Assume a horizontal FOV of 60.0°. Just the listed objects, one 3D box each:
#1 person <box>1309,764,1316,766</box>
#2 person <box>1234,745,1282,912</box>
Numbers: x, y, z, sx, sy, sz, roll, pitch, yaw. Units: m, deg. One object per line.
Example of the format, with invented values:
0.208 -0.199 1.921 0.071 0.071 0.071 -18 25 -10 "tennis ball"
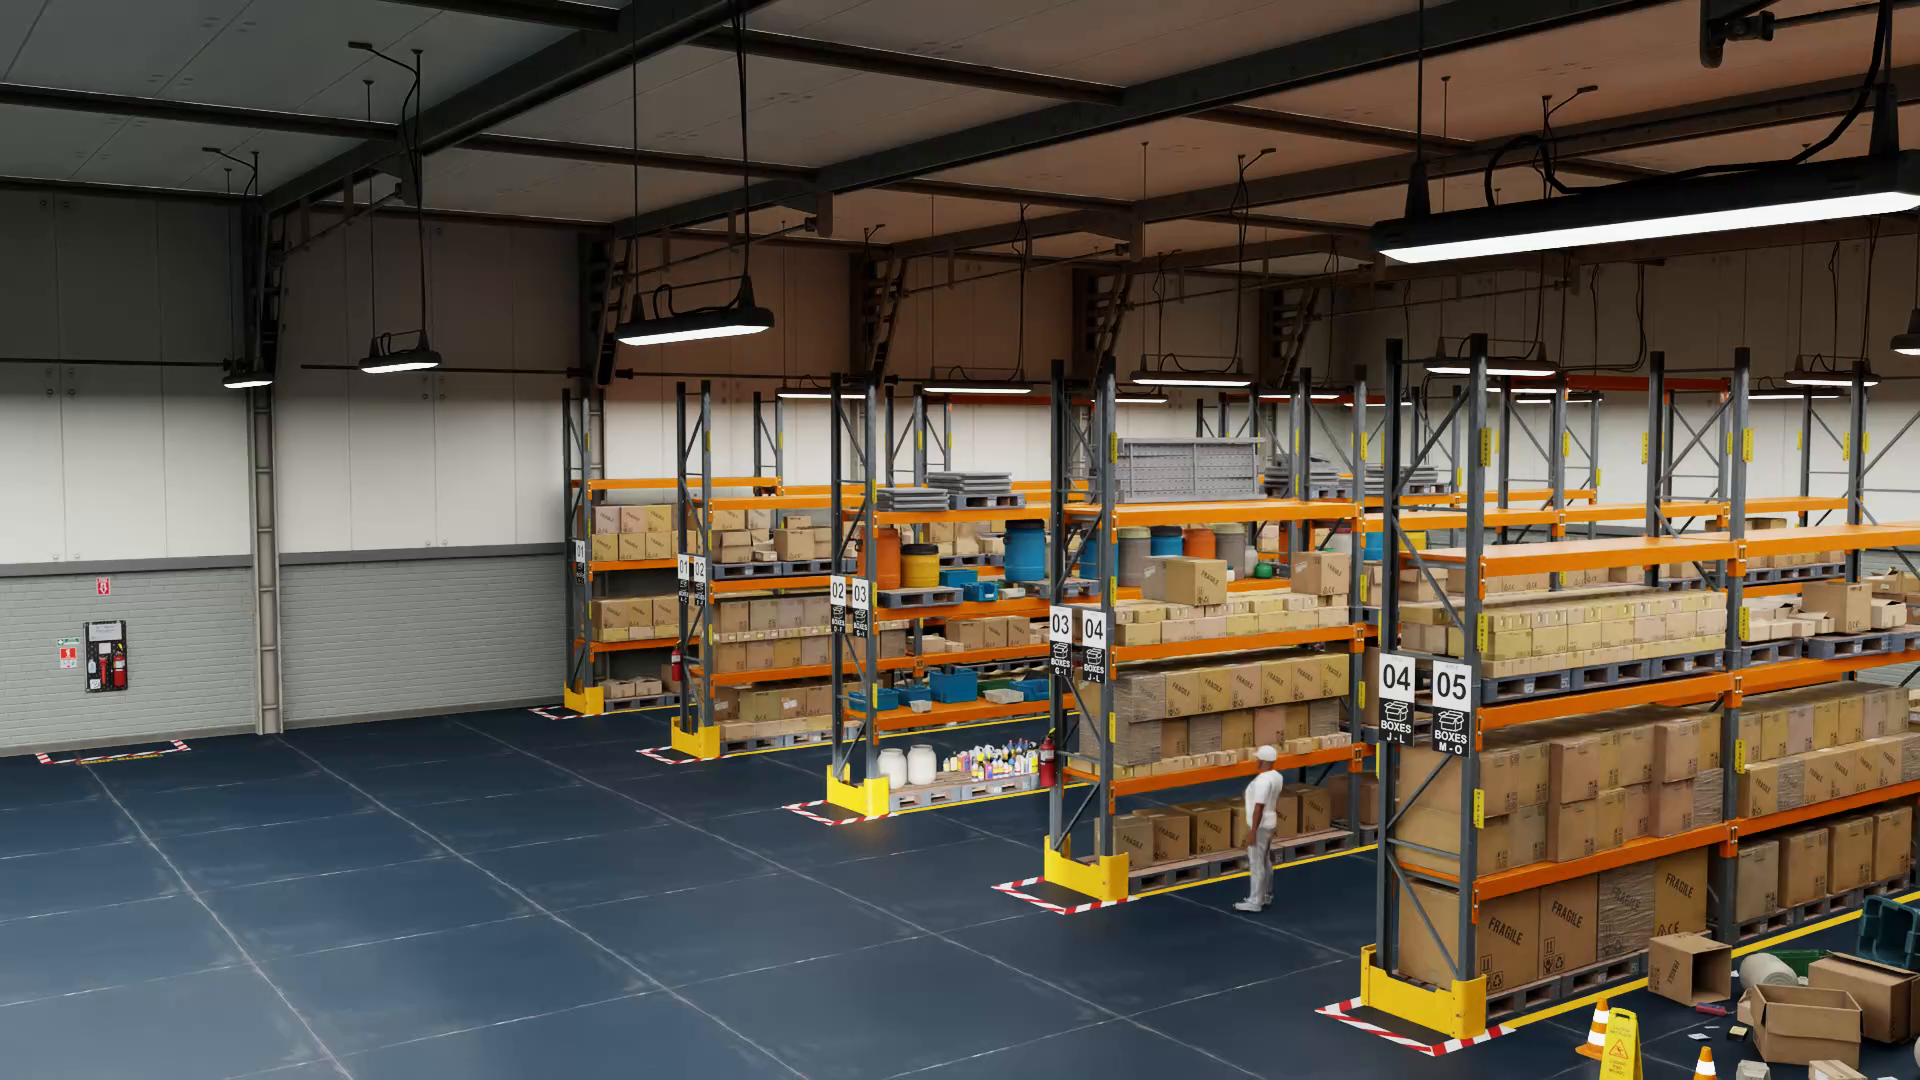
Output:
5.575 2.622 25.863 1.080 1.711 0.678 -3 5 -40 "person"
3.259 3.117 18.137 0.494 1.765 0.587 1 4 11 "person"
